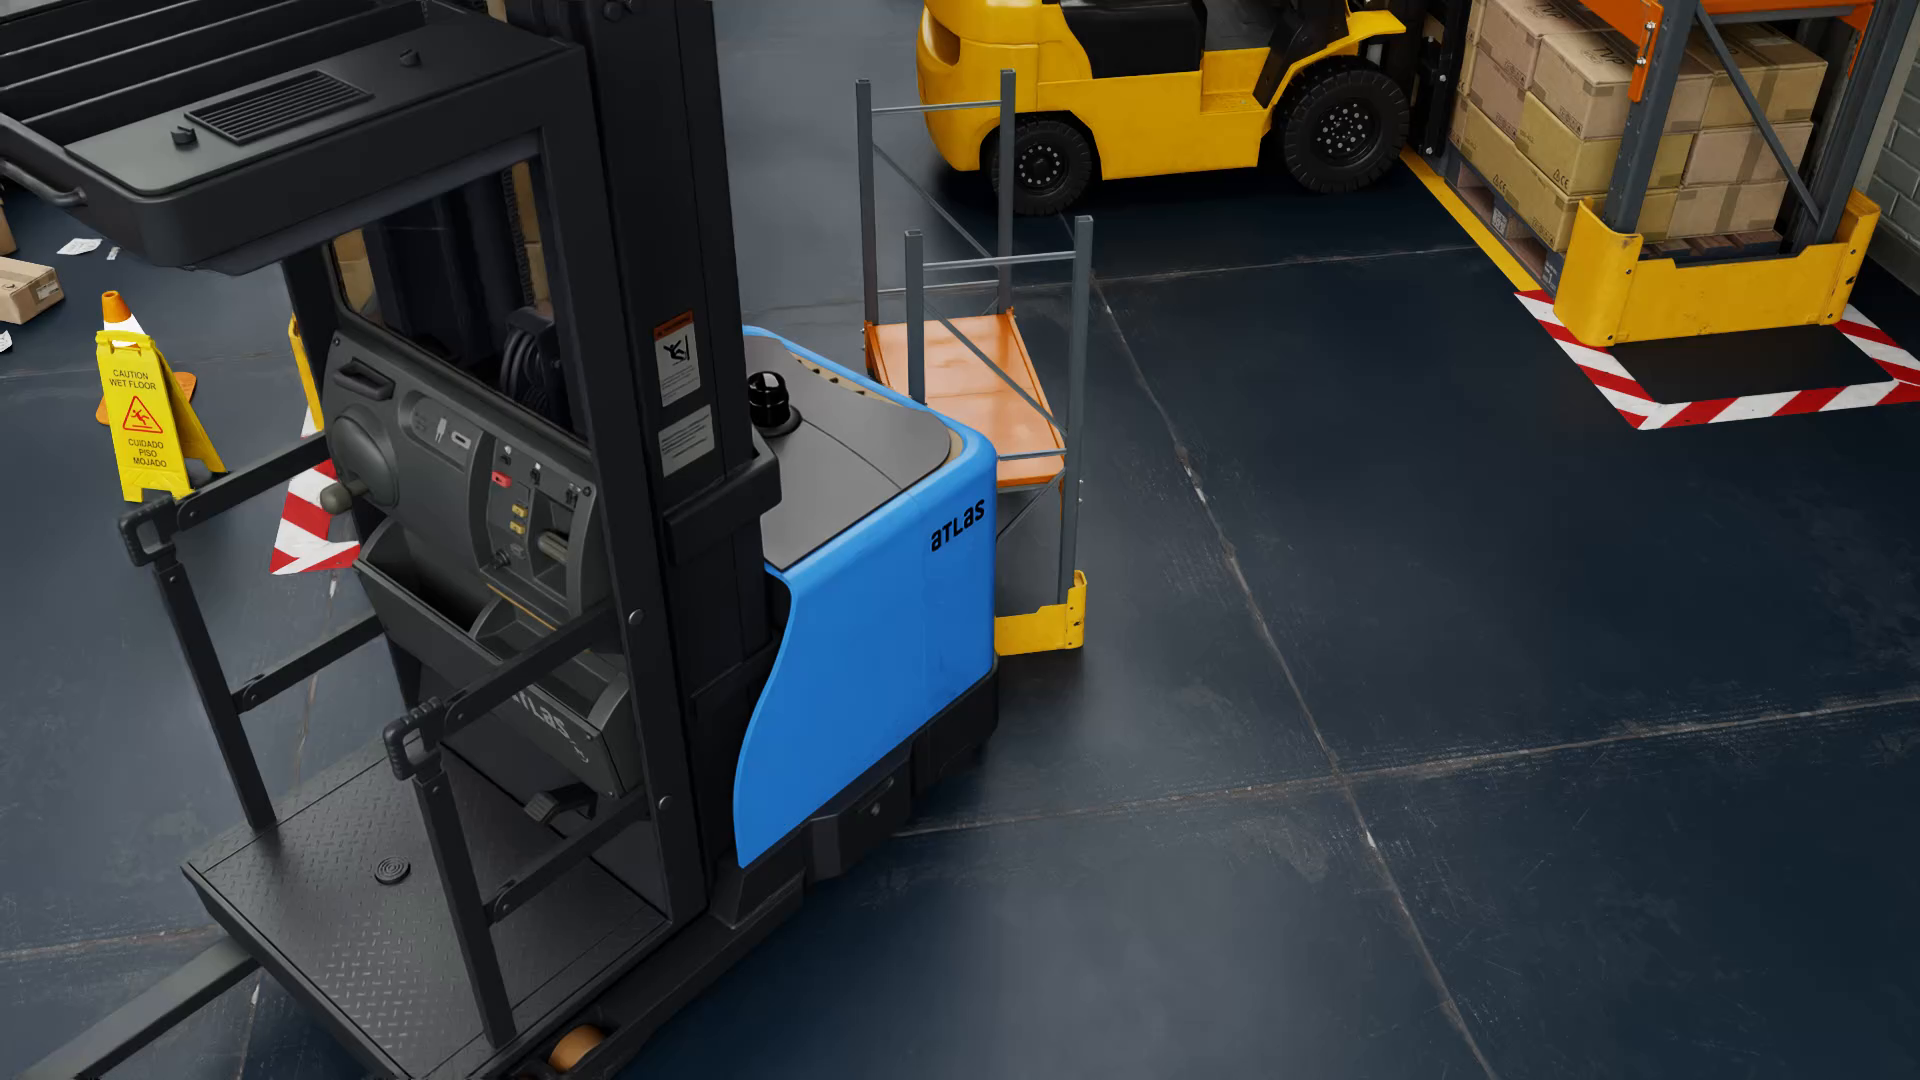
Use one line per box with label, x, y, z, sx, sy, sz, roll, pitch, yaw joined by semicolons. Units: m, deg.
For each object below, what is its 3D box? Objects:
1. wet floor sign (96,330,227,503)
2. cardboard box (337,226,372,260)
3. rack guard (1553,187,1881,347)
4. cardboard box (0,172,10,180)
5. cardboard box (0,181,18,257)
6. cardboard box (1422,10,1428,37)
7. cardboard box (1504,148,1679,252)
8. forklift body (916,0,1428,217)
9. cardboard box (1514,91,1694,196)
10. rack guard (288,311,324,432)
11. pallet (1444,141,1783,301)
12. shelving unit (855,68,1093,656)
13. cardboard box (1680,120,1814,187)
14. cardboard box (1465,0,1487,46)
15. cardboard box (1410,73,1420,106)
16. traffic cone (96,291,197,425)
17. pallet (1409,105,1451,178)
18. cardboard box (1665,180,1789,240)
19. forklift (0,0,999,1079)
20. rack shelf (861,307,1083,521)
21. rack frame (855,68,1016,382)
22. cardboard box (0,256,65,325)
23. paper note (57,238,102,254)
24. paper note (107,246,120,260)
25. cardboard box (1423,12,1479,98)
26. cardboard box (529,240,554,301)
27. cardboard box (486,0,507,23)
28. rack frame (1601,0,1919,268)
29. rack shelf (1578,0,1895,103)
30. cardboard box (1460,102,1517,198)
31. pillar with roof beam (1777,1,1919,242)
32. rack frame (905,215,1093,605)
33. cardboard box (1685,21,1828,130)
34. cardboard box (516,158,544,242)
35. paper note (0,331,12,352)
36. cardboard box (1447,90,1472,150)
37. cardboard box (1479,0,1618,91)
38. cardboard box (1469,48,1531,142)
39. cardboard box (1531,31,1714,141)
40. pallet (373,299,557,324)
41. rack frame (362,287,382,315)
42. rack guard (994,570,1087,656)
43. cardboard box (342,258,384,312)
wet floor sign;-2.826;-0.449;5.802;0.267;0.644;0.232;6;38;8
cardboard box;-2.203;-1.441;6.447;0.500;0.500;0.500;-6;38;-8
rack guard;3.084;-1.143;6.814;1.175;0.500;0.348;-6;38;-8
cardboard box;-4.779;-2.029;7.841;0.797;0.637;0.503;-6;38;-8
cardboard box;-4.606;-1.412;7.157;0.637;0.503;0.797;27;45;30
cardboard box;2.414;-2.599;8.142;0.500;0.250;0.500;-6;38;-8
cardboard box;2.687;-1.475;7.102;0.500;0.250;0.500;-6;38;-8
forklift body;0.952;-2.759;7.548;2.313;2.155;1.214;-6;38;-8
cardboard box;2.687;-1.683;6.962;0.500;0.250;0.500;-7;38;-9
rack guard;-1.819;-0.668;6.202;1.175;0.500;0.348;-6;38;-8
pallet;2.905;-1.501;7.510;1.003;0.211;1.213;-6;38;-8
shelving unit;0.013;-0.546;5.231;0.587;1.500;1.083;-6;38;-8
cardboard box;3.202;-1.729;7.022;0.500;0.250;0.500;-6;38;-7
cardboard box;2.499;-2.476;7.576;0.500;0.250;0.500;-6;38;-7
cardboard box;2.417;-2.391;8.281;0.500;0.250;0.500;-5;38;-7
traffic cone;-3.151;-0.728;6.310;0.336;0.463;0.334;-6;38;-8
pallet;2.694;-2.237;8.457;1.003;0.211;1.213;-6;38;-8
cardboard box;3.187;-1.543;7.190;0.500;0.250;0.500;-6;38;-8
forklift;-1.229;-0.079;3.462;1.130;2.935;3.031;28;46;31
rack shelf;0.015;-0.399;5.334;0.538;0.185;1.000;-6;38;-8
rack frame;-0.074;-0.848;5.619;0.500;1.500;0.032;-6;38;-8
cardboard box;-4.024;-1.057;6.989;0.380;0.149;0.250;13;40;16
paper note;-3.933;-1.318;7.431;0.148;0.019;0.142;6;38;8
paper note;-3.758;-1.274;7.382;0.032;0.001;0.123;-6;38;-8
cardboard box;2.499;-2.296;7.752;0.500;0.250;0.500;-7;38;-9
cardboard box;-1.675;-1.206;6.756;0.500;0.250;0.500;-7;38;-8
cardboard box;-1.616;-2.082;5.661;0.500;0.500;0.500;-7;38;-9
rack frame;3.080;-2.145;6.066;1.000;3.000;0.127;-6;38;-8
rack shelf;2.730;-3.069;7.842;1.077;0.370;4.000;-6;38;-8
cardboard box;2.609;-1.776;7.490;0.500;0.250;0.500;-6;38;-8
pillar with roof beam;-0.393;-4.568;4.295;9.100;9.000;0.400;-6;38;-8
rack frame;0.104;-0.234;4.829;0.500;1.500;0.032;-6;38;-8
cardboard box;3.182;-1.930;6.874;0.500;0.250;0.500;-7;38;-9
cardboard box;-1.680;-1.516;6.544;0.500;0.500;0.500;-7;38;-9
paper note;-3.931;-0.793;6.746;0.148;0.019;0.142;-20;42;-23
cardboard box;2.530;-2.079;7.880;0.500;0.250;0.500;-6;38;-7
cardboard box;2.597;-2.172;7.185;0.500;0.250;0.500;-6;38;-7
cardboard box;2.610;-1.987;7.354;0.500;0.250;0.500;-7;38;-8
cardboard box;2.692;-1.864;6.789;0.500;0.250;0.500;-5;38;-6
pallet;-1.927;-1.048;6.927;1.003;0.211;1.213;-6;38;-8
rack frame;-1.806;-1.609;5.376;1.000;3.000;0.127;-6;38;-8
rack guard;0.101;0.248;5.227;0.587;0.250;0.087;-6;38;-8
cardboard box;-2.217;-1.163;6.700;0.500;0.250;0.500;-6;38;-8
